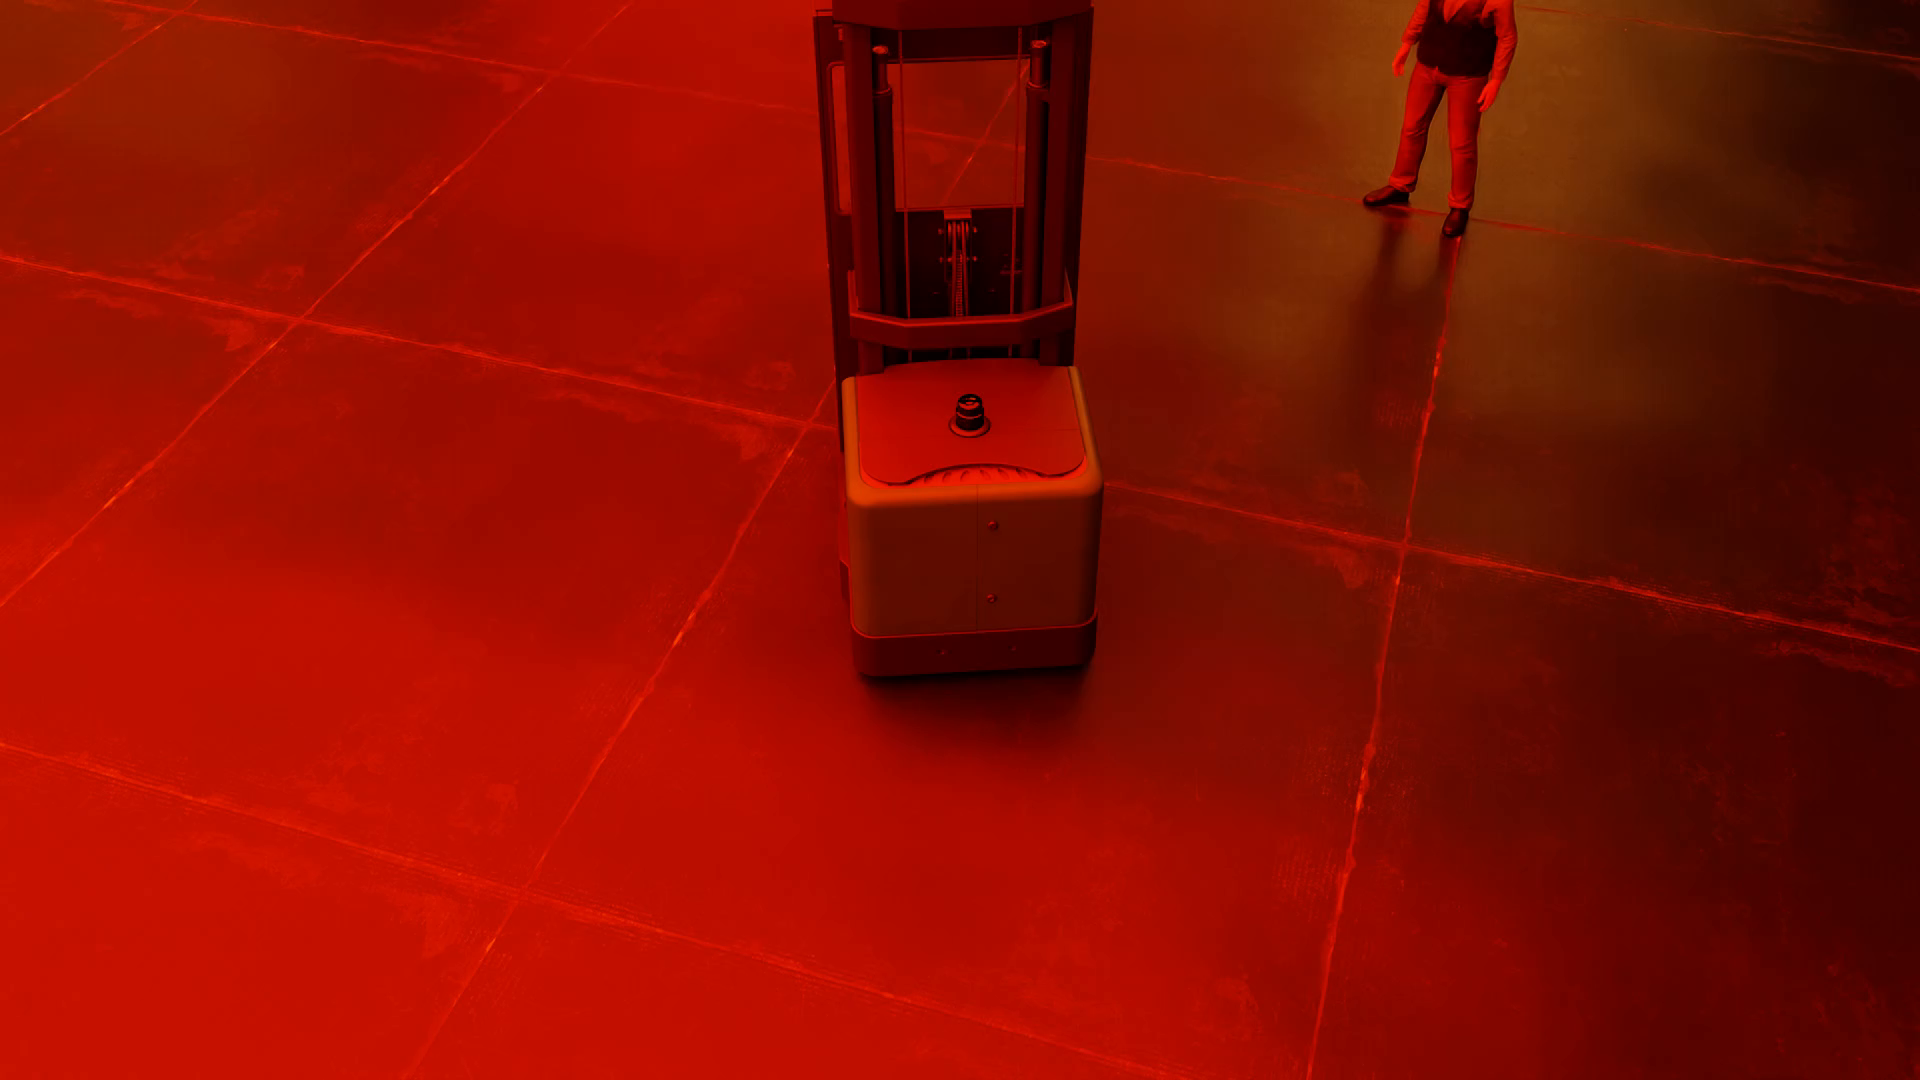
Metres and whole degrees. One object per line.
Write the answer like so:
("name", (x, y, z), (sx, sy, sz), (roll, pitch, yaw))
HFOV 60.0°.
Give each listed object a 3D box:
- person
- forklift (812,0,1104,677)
("person", (2.773, -2.632, 9.410), (0.453, 1.721, 0.686), (-34, 52, -31))
("forklift", (-0.048, -1.486, 7.287), (1.130, 2.935, 3.031), (-3, 43, -3))
